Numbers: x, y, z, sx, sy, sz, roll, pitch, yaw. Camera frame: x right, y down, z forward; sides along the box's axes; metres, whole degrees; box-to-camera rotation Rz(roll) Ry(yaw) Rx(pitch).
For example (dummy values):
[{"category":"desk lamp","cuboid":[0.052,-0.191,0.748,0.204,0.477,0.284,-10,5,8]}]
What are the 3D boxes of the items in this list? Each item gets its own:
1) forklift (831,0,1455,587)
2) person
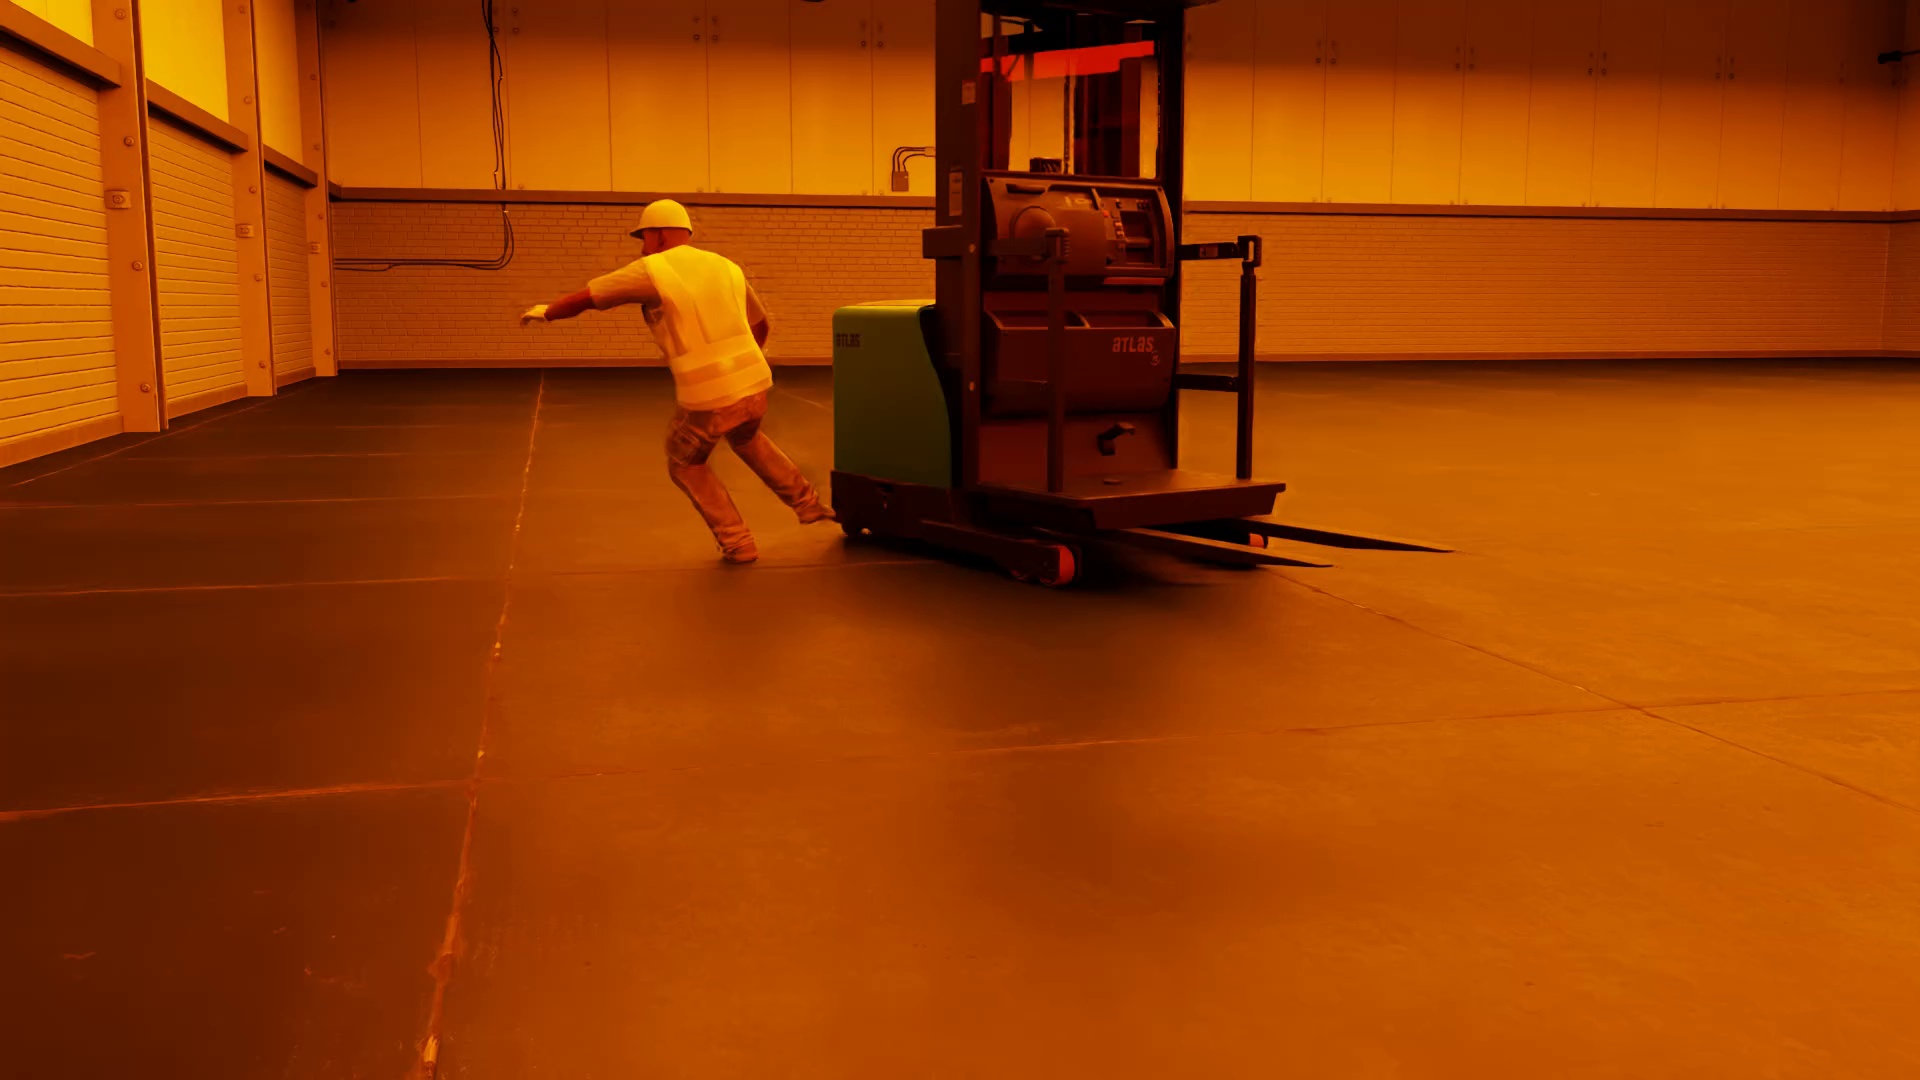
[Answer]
[{"category":"forklift","cuboid":[0.628,-1.345,6.746,1.130,2.935,3.031,-5,10,-33]},{"category":"person","cuboid":[-1.111,-0.684,7.194,0.931,1.530,1.308,7,11,41]}]
